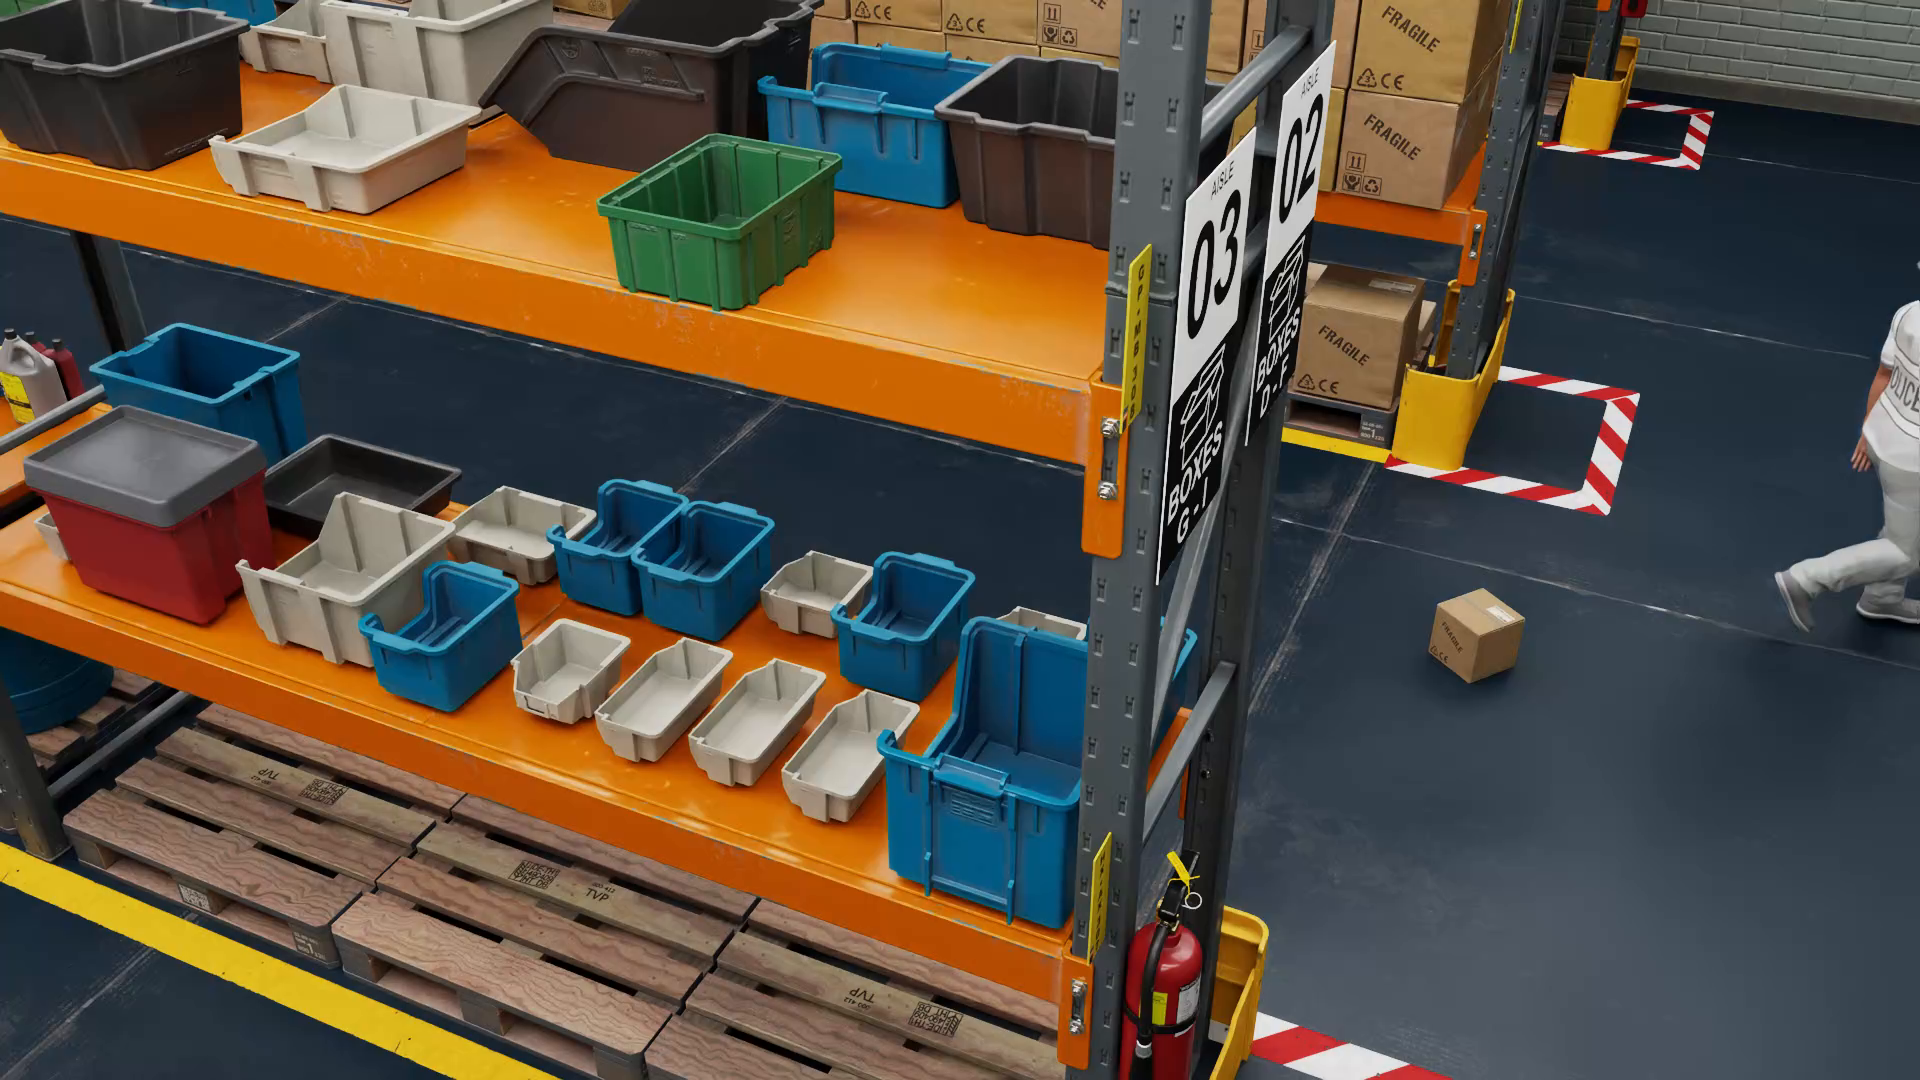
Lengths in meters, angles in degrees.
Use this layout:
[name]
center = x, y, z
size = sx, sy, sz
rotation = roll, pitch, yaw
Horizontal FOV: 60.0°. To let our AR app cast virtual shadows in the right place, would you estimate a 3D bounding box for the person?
[person]
center = 3.794, -0.367, 6.647
size = 0.801, 1.743, 0.525
rotation = 3, 34, 5
